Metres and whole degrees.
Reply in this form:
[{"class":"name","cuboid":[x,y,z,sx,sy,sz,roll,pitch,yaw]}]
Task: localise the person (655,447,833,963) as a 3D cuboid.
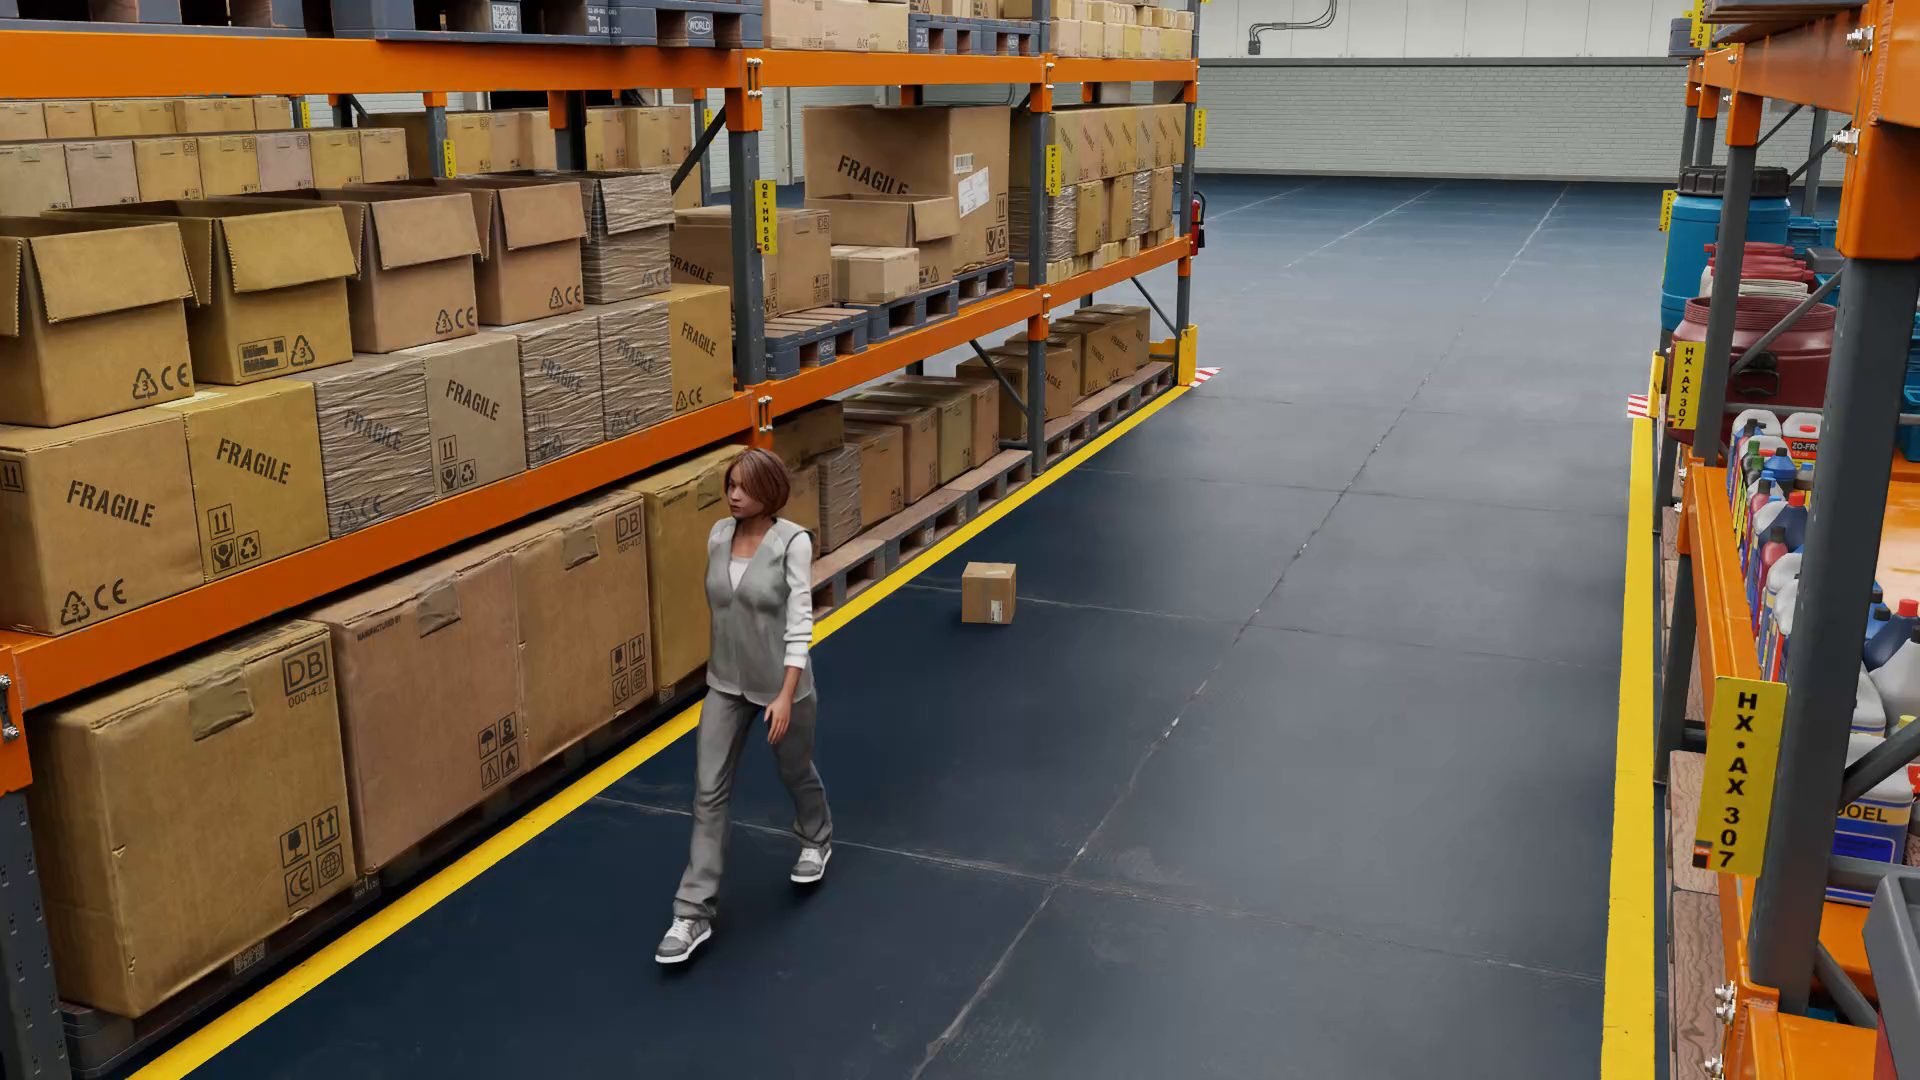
[{"class":"person","cuboid":[-0.662,0.482,5.280,0.419,1.544,0.920,5,17,18]}]
